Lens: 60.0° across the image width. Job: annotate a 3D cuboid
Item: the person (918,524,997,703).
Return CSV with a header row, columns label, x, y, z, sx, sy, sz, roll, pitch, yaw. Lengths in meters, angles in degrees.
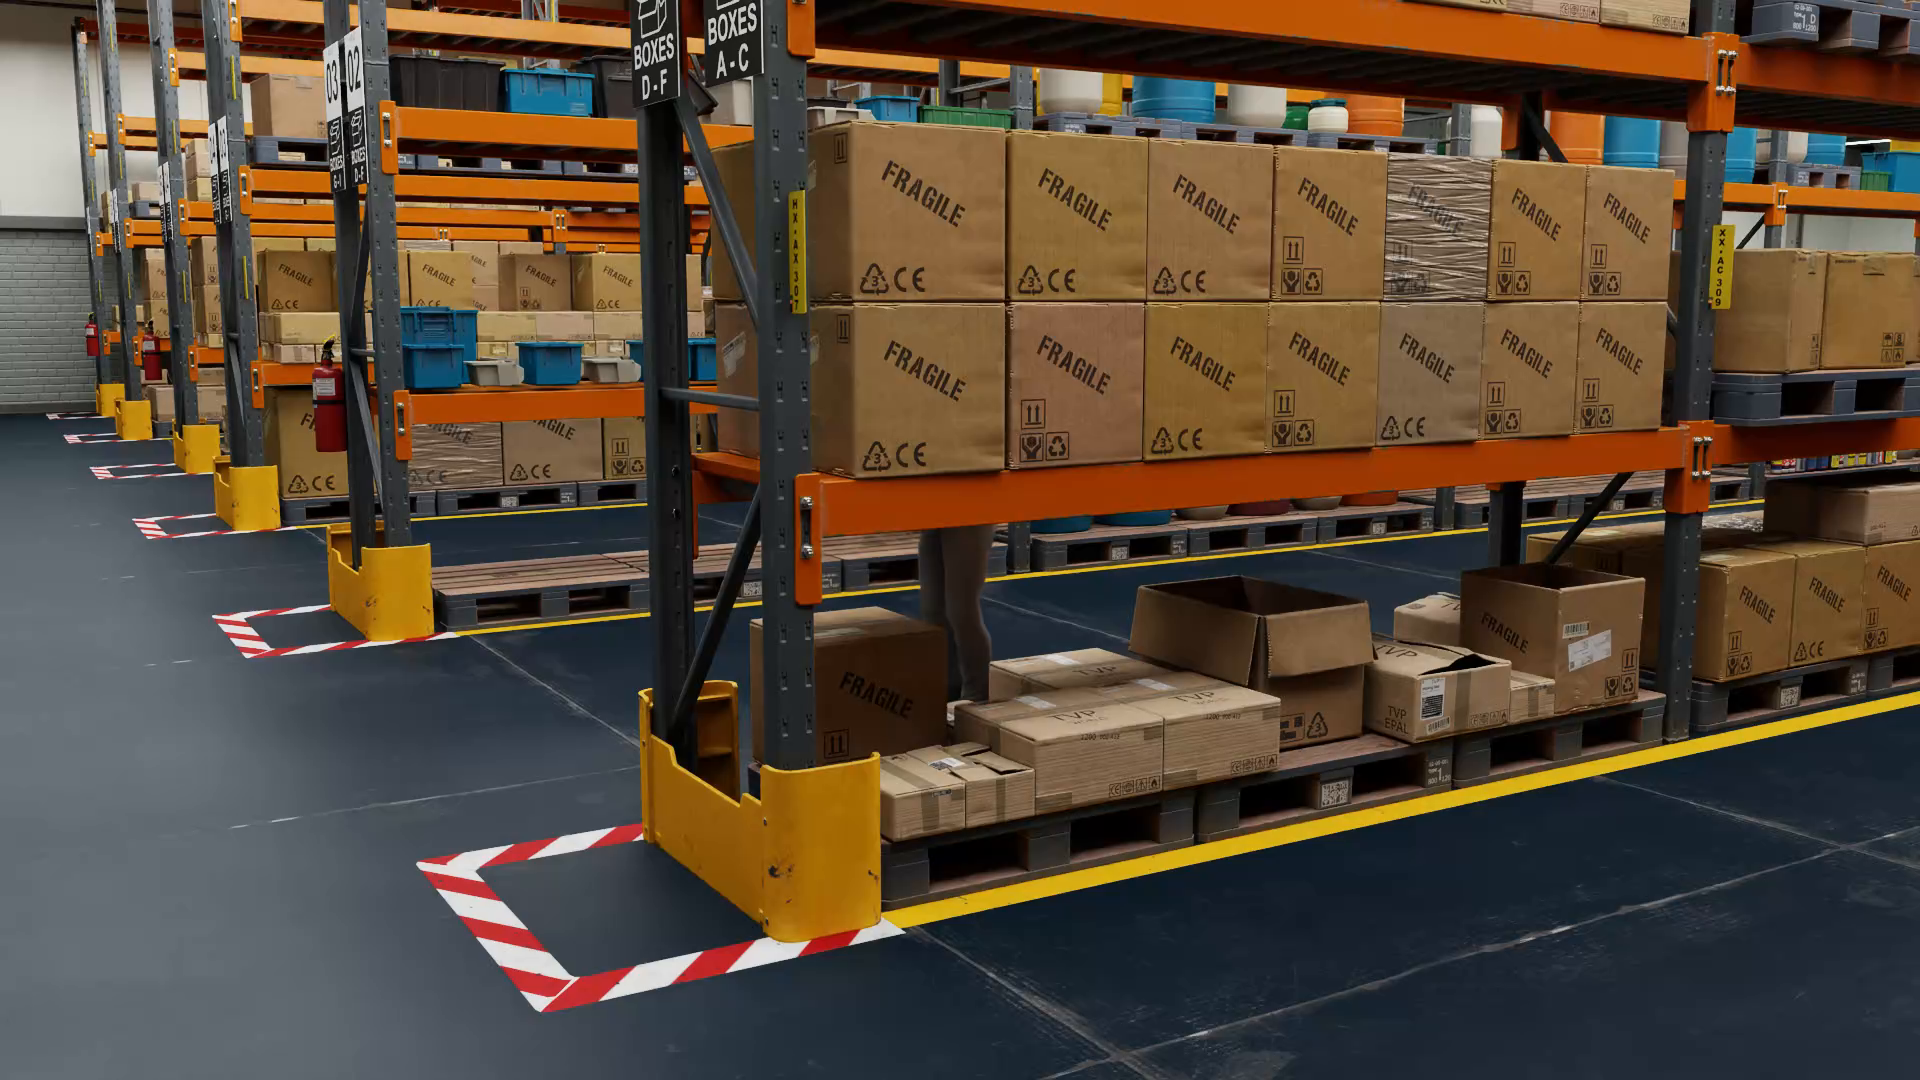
label,x,y,z,sx,sy,sz,roll,pitch,yaw
person,-0.088,-0.065,7.196,0.531,1.688,0.451,-5,10,-30
